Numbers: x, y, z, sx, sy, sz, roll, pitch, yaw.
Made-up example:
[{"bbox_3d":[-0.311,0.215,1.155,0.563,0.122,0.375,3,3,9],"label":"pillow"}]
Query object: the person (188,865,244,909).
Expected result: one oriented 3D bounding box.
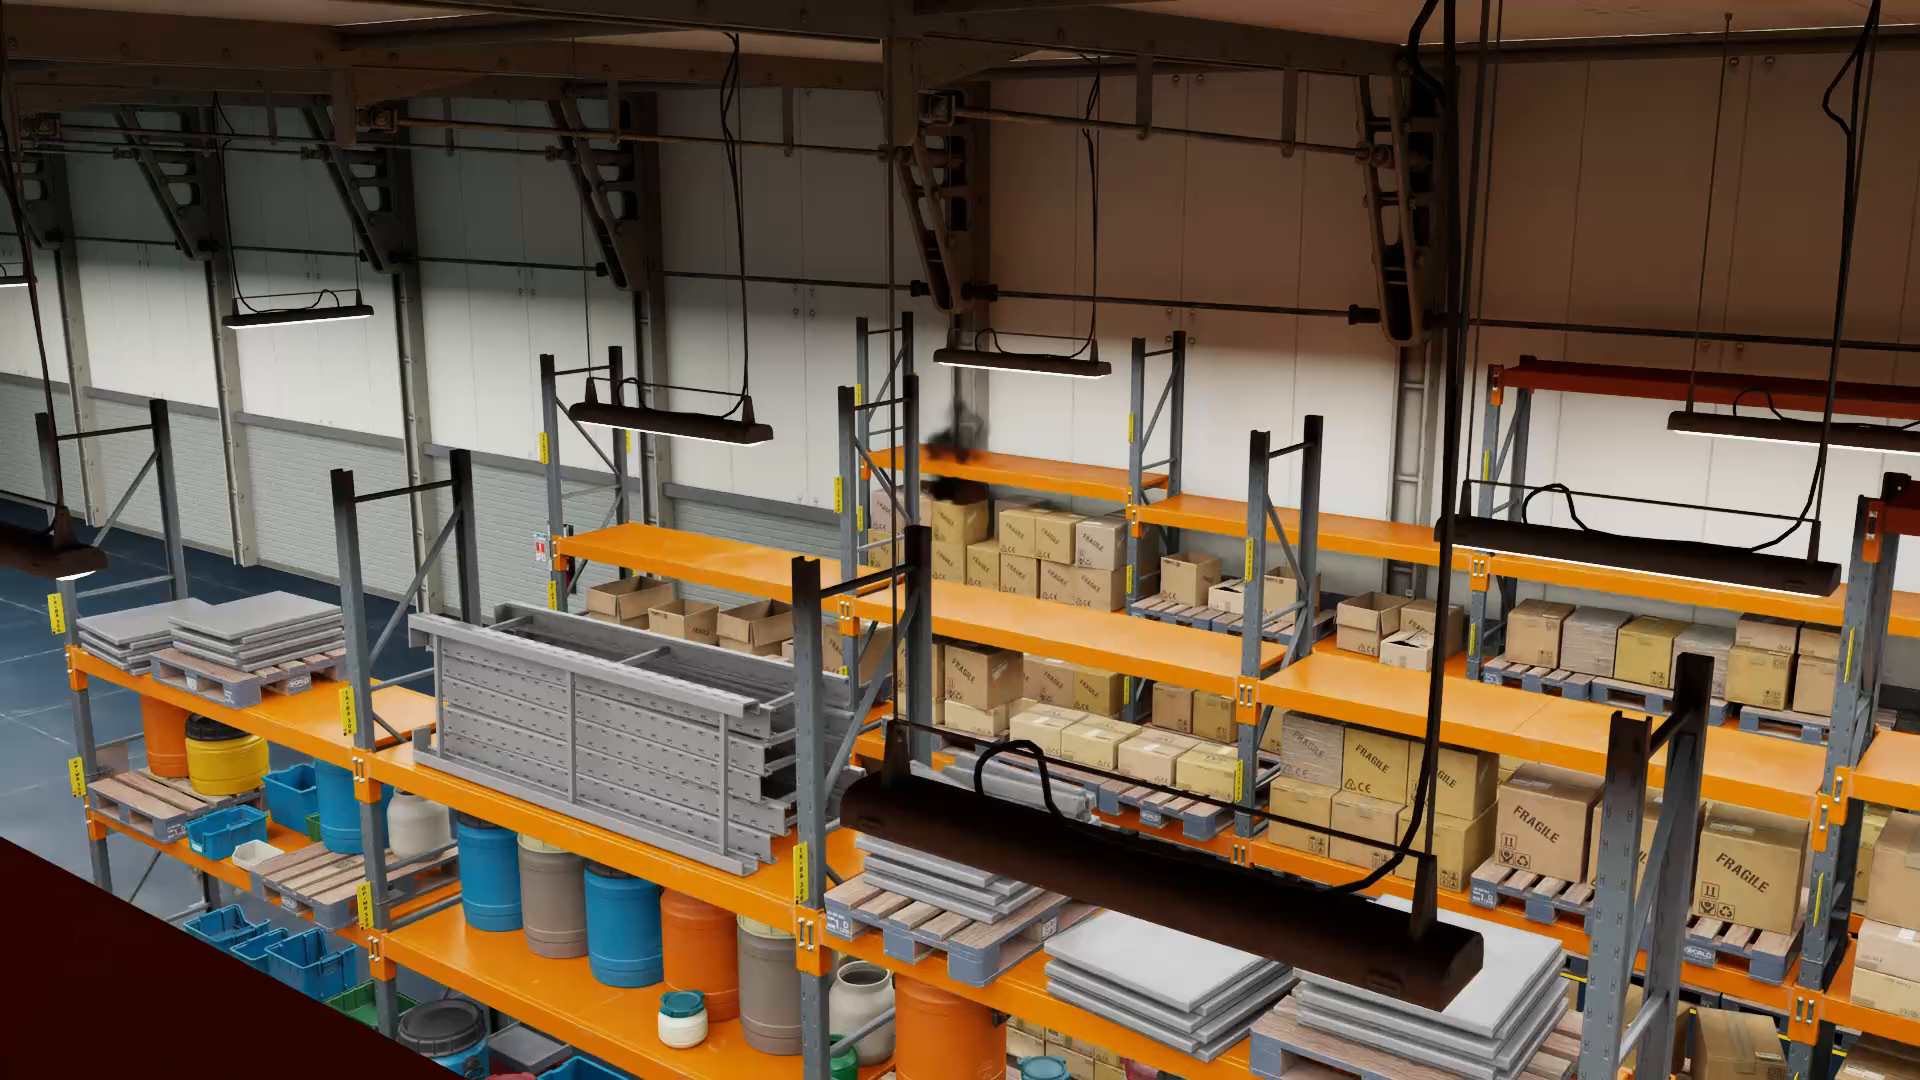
[{"bbox_3d":[-8.032,3.146,17.907,0.689,1.747,0.692,-4,14,-18],"label":"person"}]
